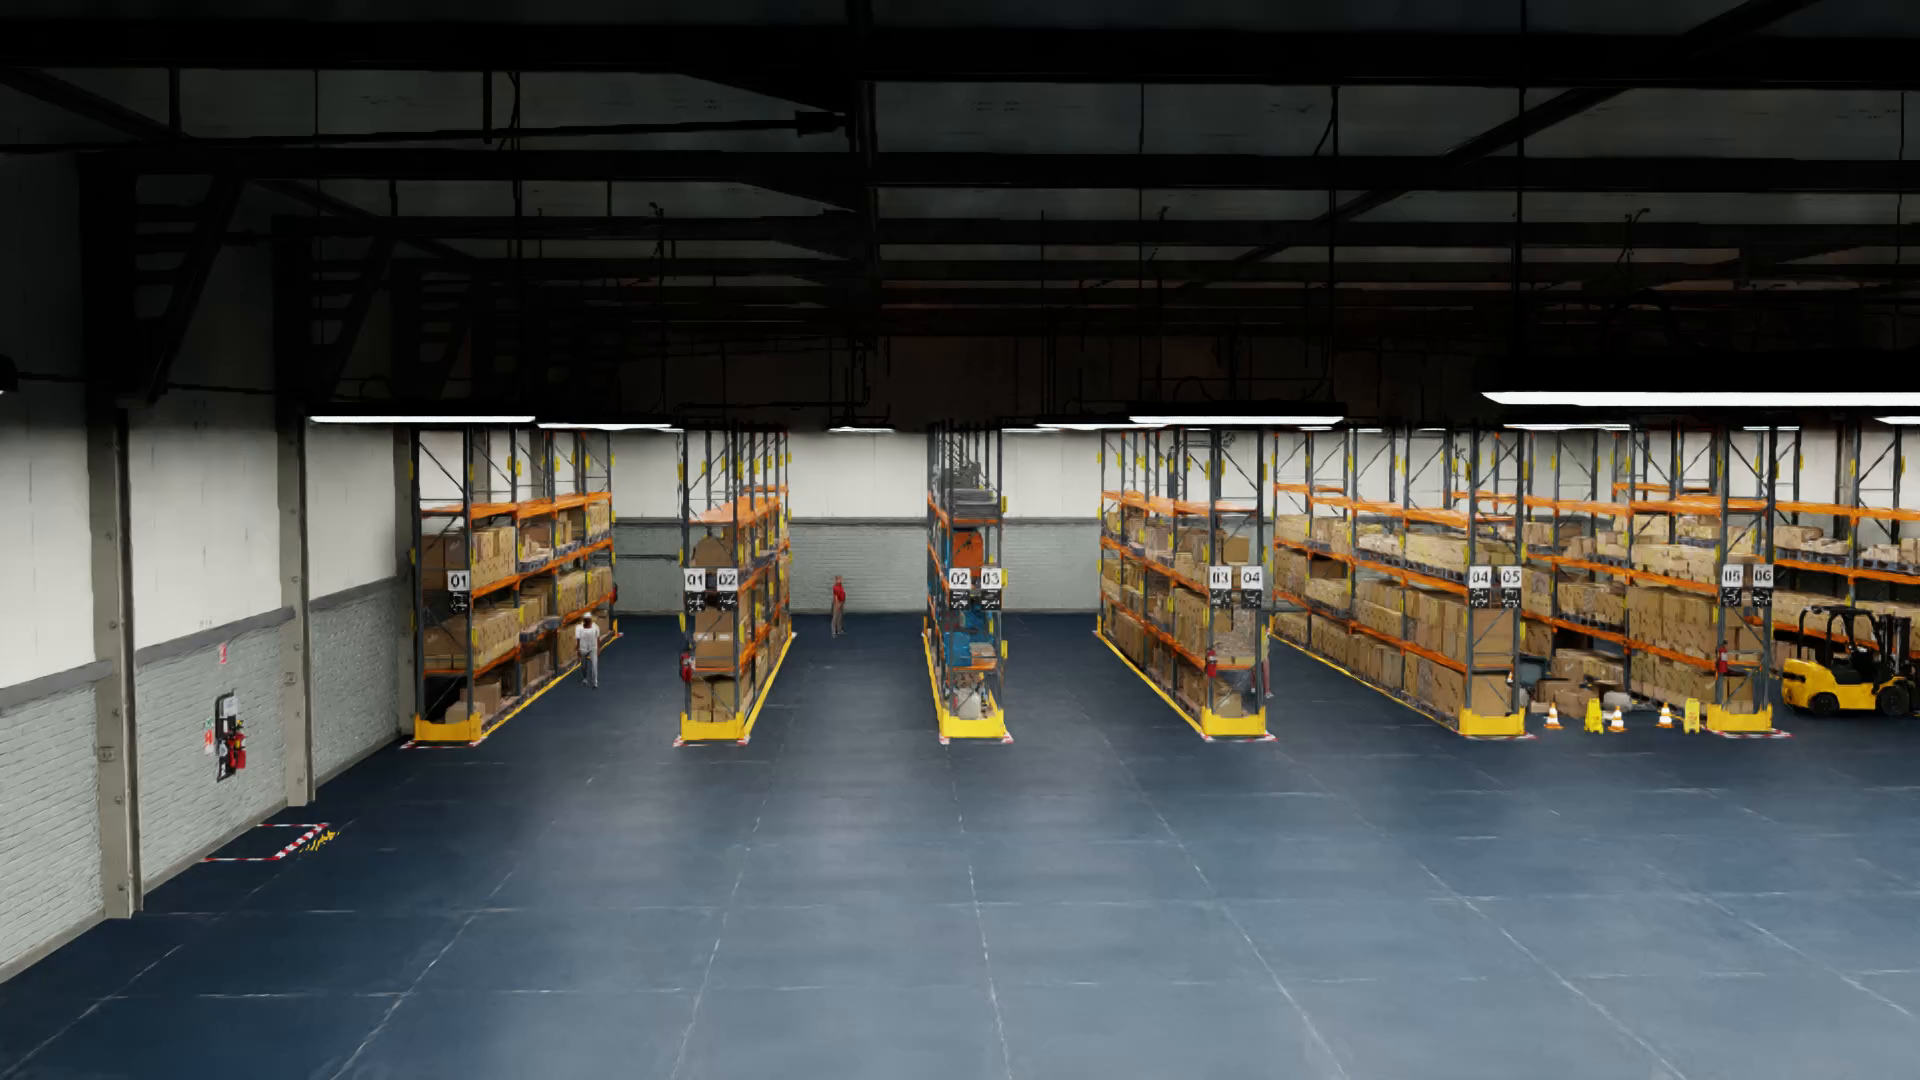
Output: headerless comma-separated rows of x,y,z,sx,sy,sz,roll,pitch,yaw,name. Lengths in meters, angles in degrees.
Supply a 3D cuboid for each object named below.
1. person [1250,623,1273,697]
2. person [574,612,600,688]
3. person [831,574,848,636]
6.519,2.593,36.211,0.448,1.590,1.110,0,4,0,person
-8.396,2.461,37.475,0.569,1.709,1.034,-1,4,-11,person
-3.432,1.833,47.063,0.415,1.736,0.640,1,4,13,person
